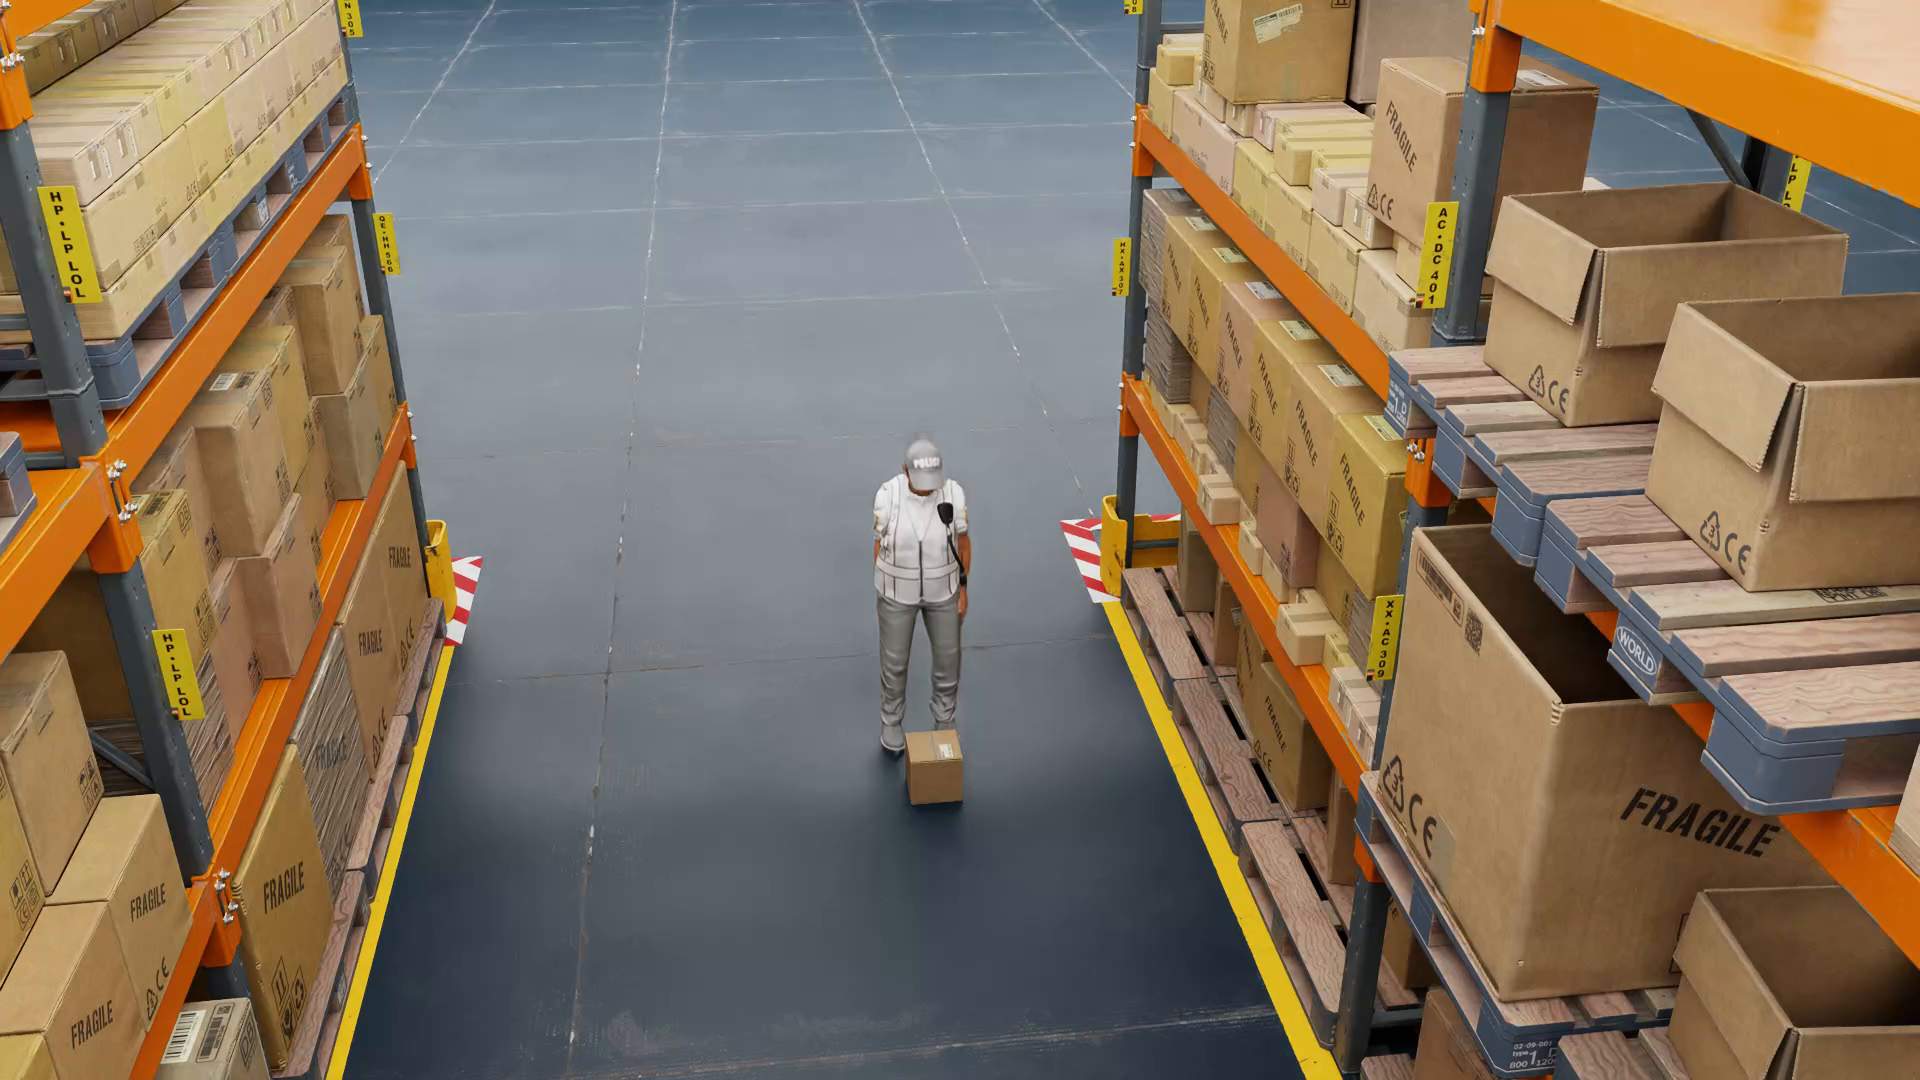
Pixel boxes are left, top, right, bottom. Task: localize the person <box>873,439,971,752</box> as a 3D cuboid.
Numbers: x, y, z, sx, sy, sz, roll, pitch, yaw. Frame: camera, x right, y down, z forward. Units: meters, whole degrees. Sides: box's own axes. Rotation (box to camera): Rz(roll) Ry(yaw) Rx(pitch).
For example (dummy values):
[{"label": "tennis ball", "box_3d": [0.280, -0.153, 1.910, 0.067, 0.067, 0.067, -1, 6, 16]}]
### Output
[{"label": "person", "box_3d": [-0.179, 0.261, 8.134, 0.475, 1.652, 0.394, -3, 27, -6]}]
